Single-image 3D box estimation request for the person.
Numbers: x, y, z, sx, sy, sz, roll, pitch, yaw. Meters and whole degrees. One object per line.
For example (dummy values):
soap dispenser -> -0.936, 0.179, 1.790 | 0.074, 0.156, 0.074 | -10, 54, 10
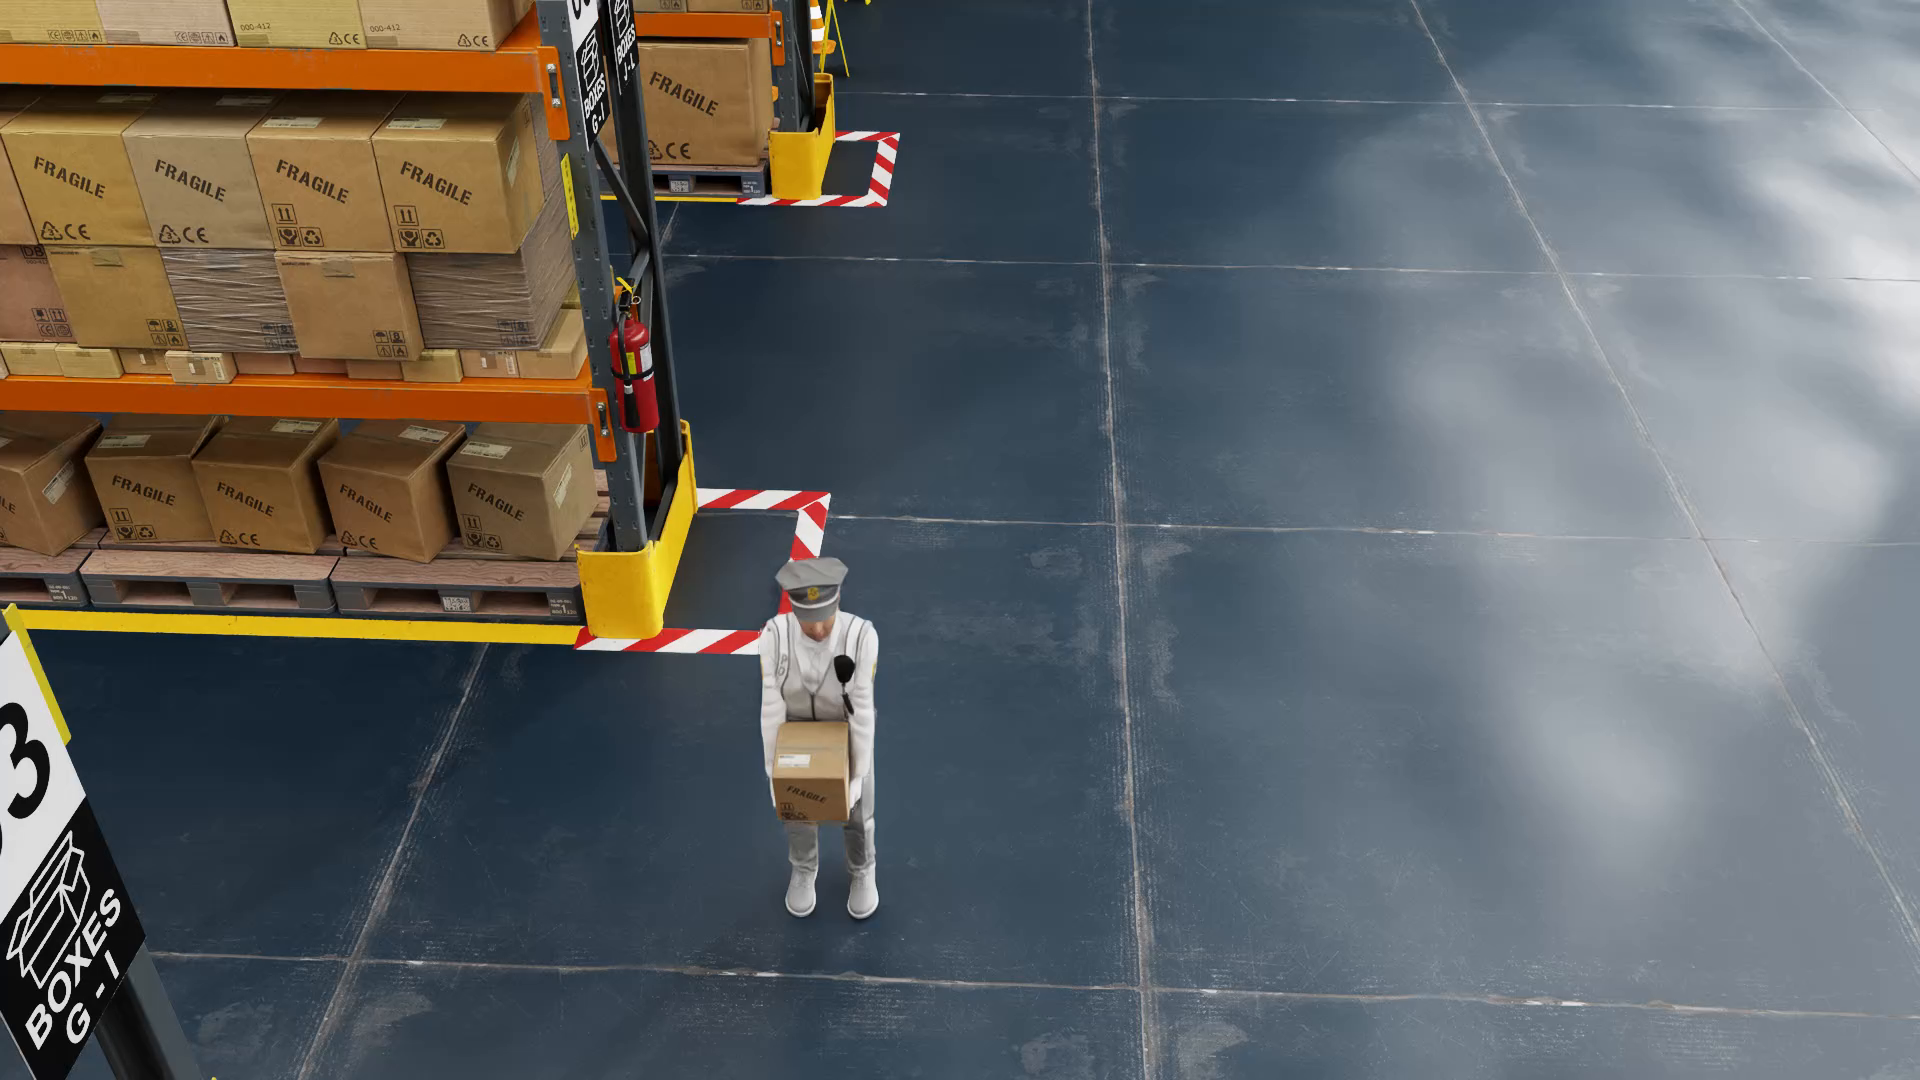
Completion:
person -> -0.497, 0.767, 6.061 | 0.415, 1.665, 0.542 | 1, 36, 1
